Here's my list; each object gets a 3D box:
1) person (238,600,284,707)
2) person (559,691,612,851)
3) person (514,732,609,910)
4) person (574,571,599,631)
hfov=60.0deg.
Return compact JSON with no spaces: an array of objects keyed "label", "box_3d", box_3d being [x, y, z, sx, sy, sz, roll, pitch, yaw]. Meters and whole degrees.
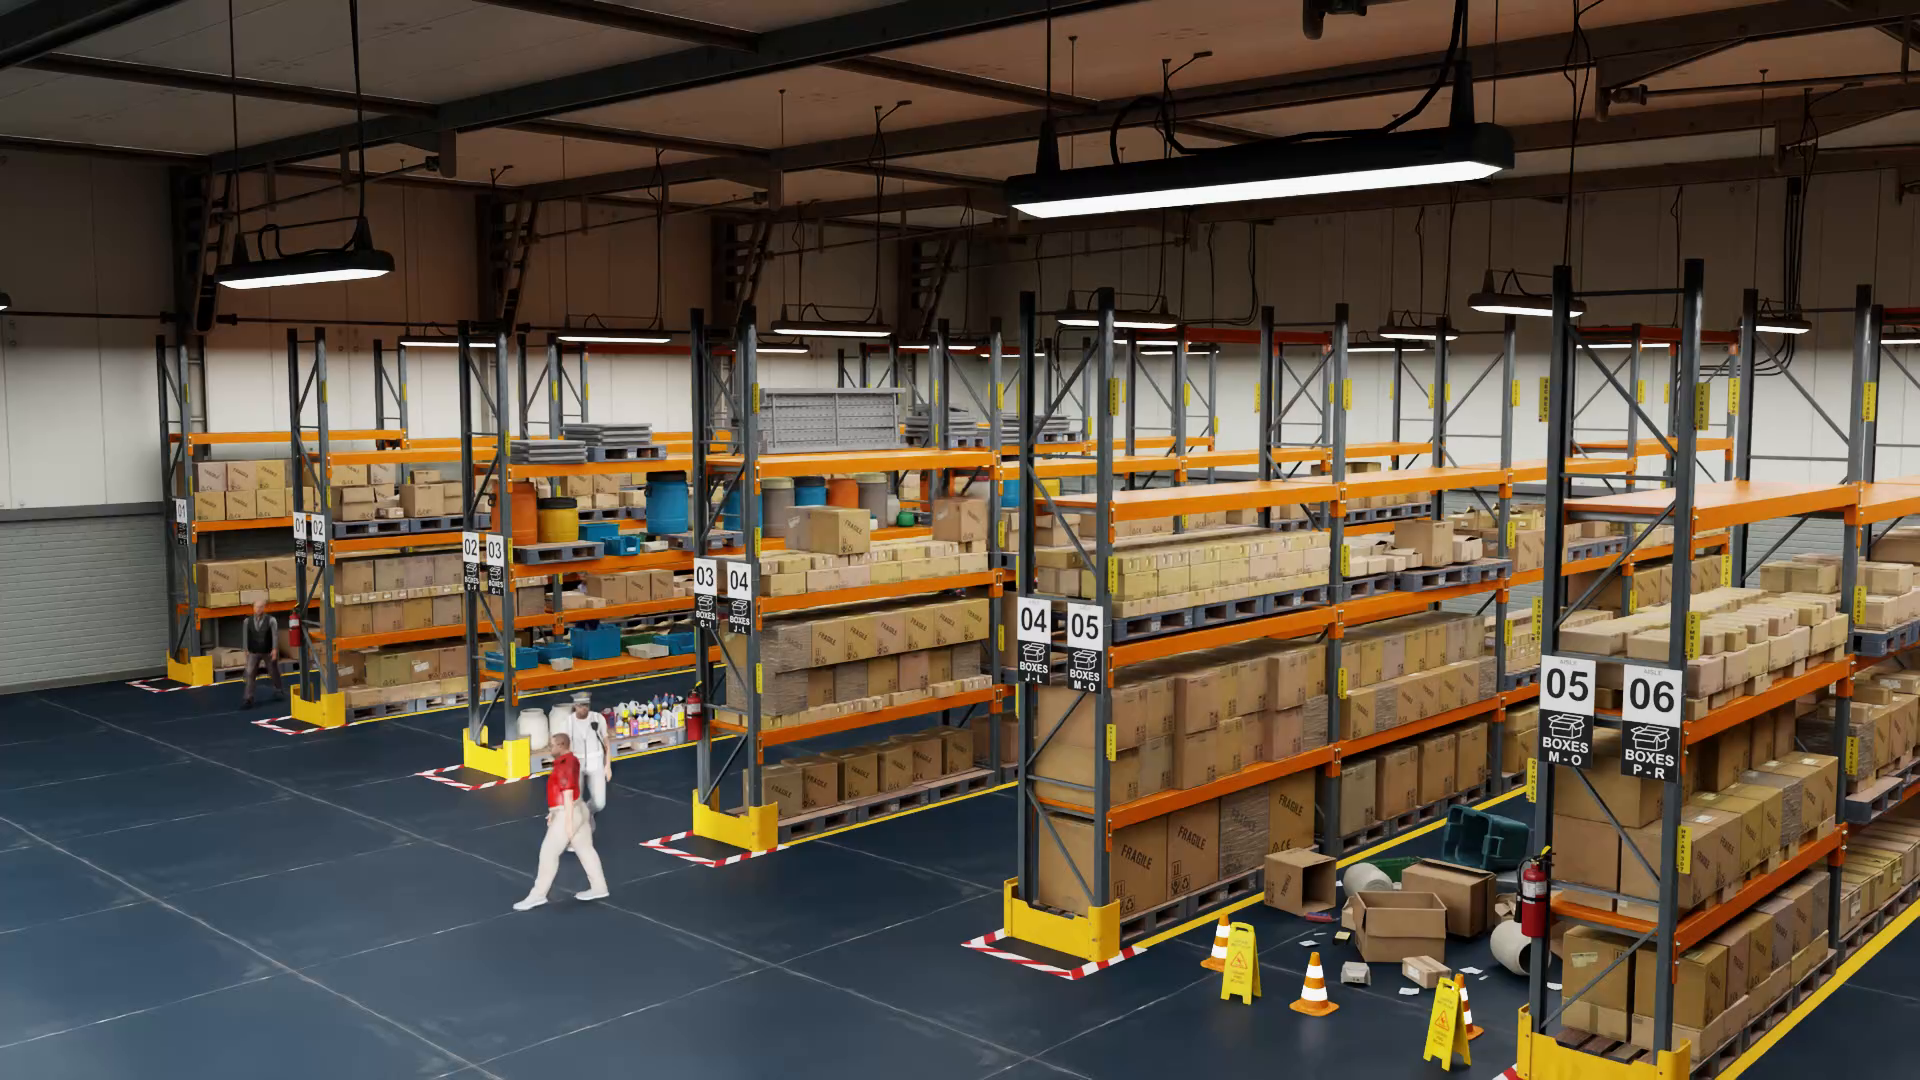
[{"label":"person","box_3d":[-11.260,1.797,26.773,0.601,1.655,1.103,0,5,1]},{"label":"person","box_3d":[-4.204,2.540,18.624,0.592,1.728,0.808,-1,6,-15]},{"label":"person","box_3d":[-3.948,2.761,16.512,0.863,1.710,0.580,0,5,5]},{"label":"person","box_3d":[-7.050,1.370,31.767,0.481,1.600,0.838,5,7,40]}]
